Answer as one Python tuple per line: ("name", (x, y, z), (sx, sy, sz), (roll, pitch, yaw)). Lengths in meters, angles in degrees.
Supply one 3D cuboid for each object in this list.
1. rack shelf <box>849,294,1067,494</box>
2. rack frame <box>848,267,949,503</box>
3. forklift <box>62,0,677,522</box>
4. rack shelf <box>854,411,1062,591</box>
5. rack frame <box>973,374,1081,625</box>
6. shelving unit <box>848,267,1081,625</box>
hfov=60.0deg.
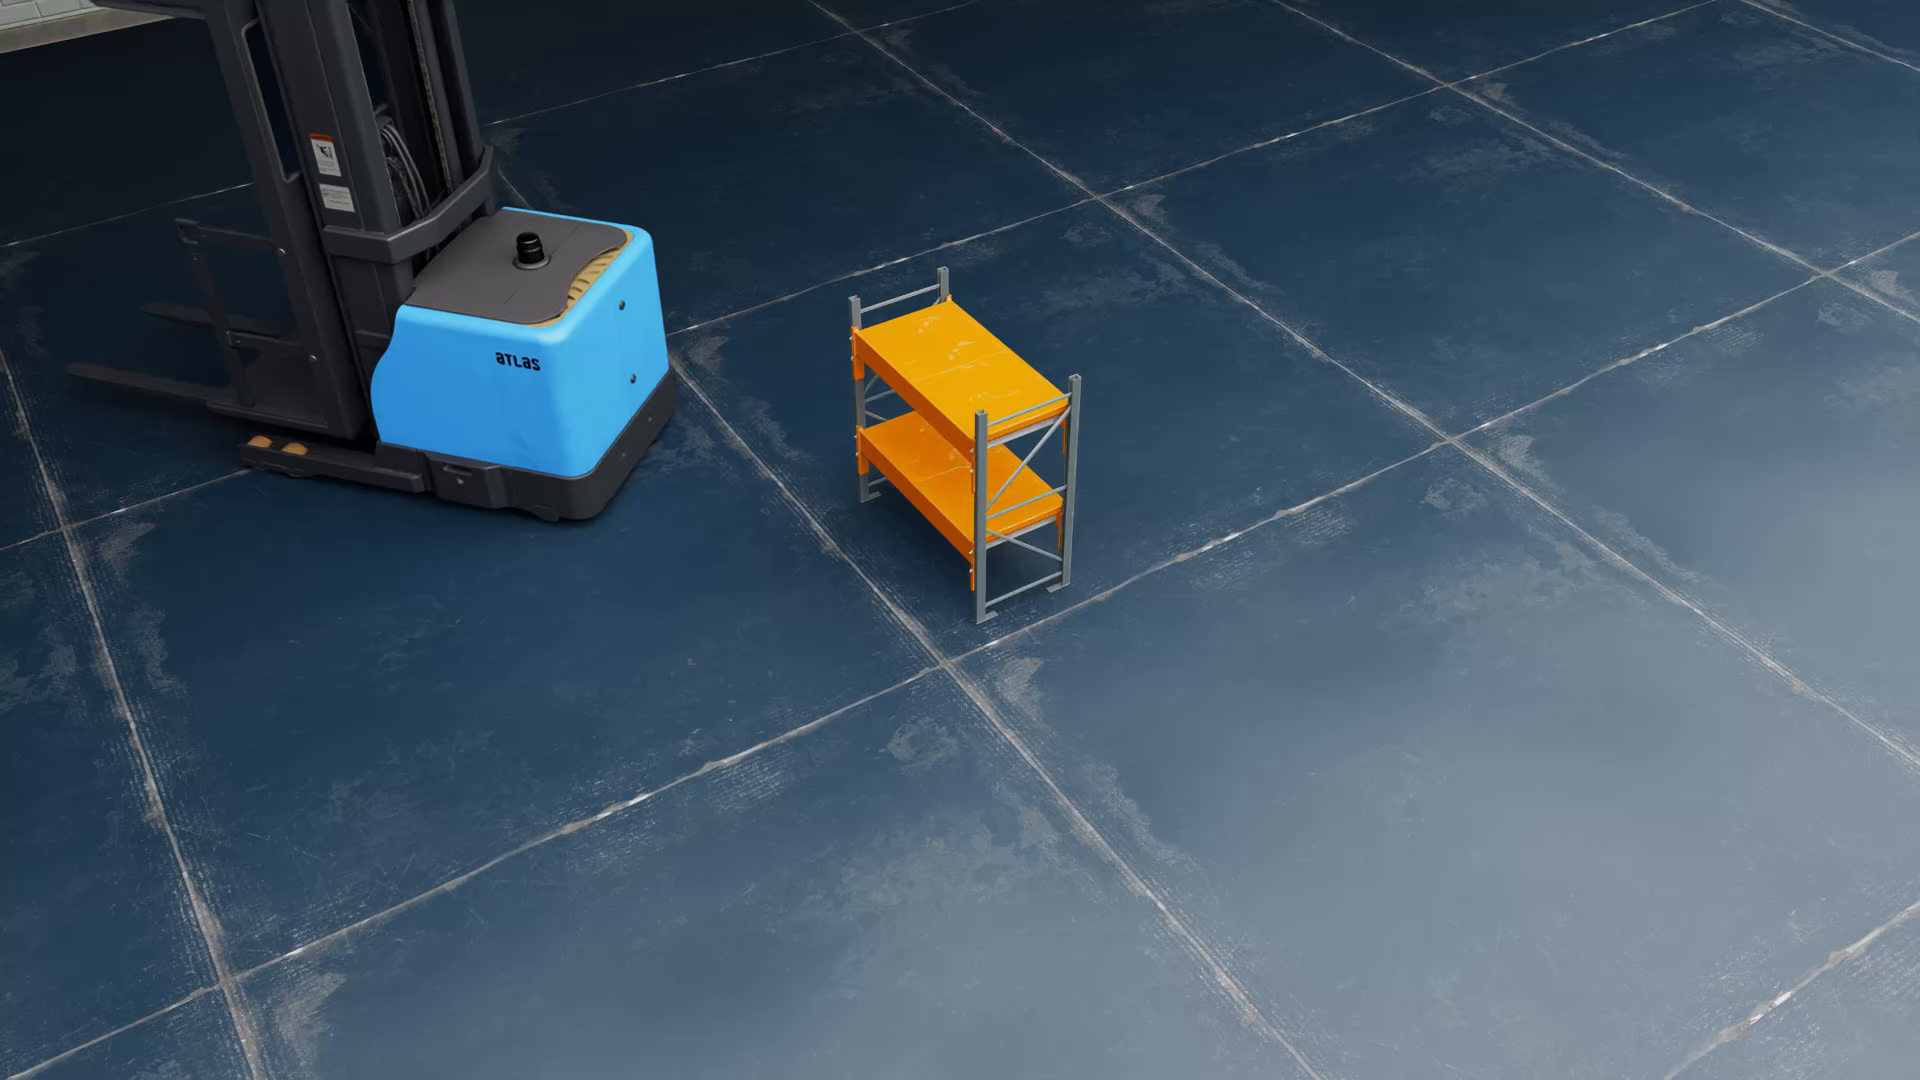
("rack shelf", (0.004, -0.653, 7.198), (0.538, 0.278, 1.000), (-22, 45, -24))
("rack frame", (-0.270, -0.703, 7.715), (0.500, 1.125, 0.032), (-22, 45, -24))
("forklift", (-3.012, -1.745, 7.555), (3.031, 2.935, 1.130), (11, 41, 13))
("rack shelf", (0.004, -0.241, 7.542), (0.538, 0.278, 1.000), (-22, 45, -24))
("rack frame", (0.277, -0.154, 7.056), (0.500, 1.125, 0.032), (-22, 45, -24))
("shelving unit", (0.004, -0.428, 7.386), (0.538, 1.125, 1.048), (-22, 45, -24))
